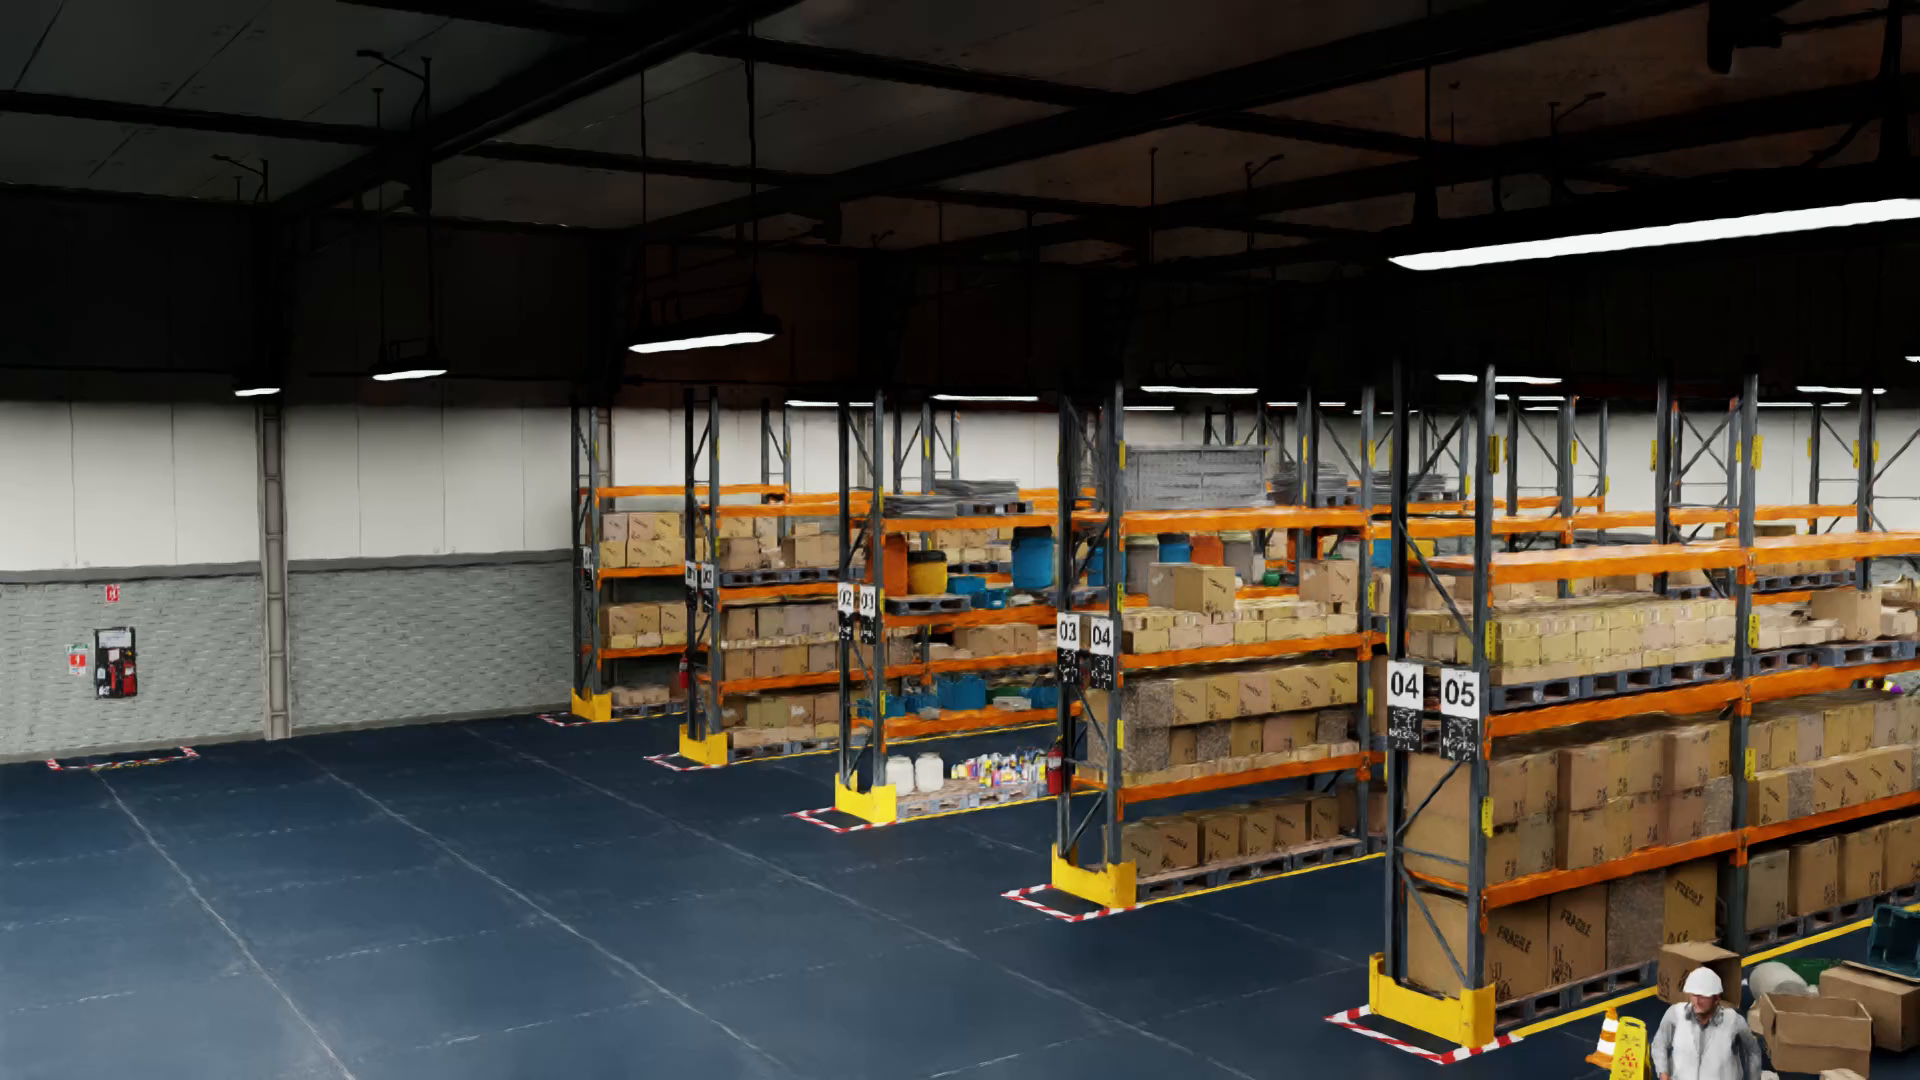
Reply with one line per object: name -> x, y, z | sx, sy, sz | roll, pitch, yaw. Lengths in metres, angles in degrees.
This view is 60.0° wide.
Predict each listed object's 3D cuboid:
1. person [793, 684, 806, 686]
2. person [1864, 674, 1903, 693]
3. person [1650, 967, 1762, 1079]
person -> -2.898, 2.472, 30.647 | 0.416, 1.677, 0.537 | 2, 4, 26
person -> 14.193, 2.772, 25.656 | 0.578, 1.714, 0.719 | -3, 4, -36
person -> 4.954, 3.639, 11.000 | 0.683, 1.714, 0.837 | 3, 4, 39
